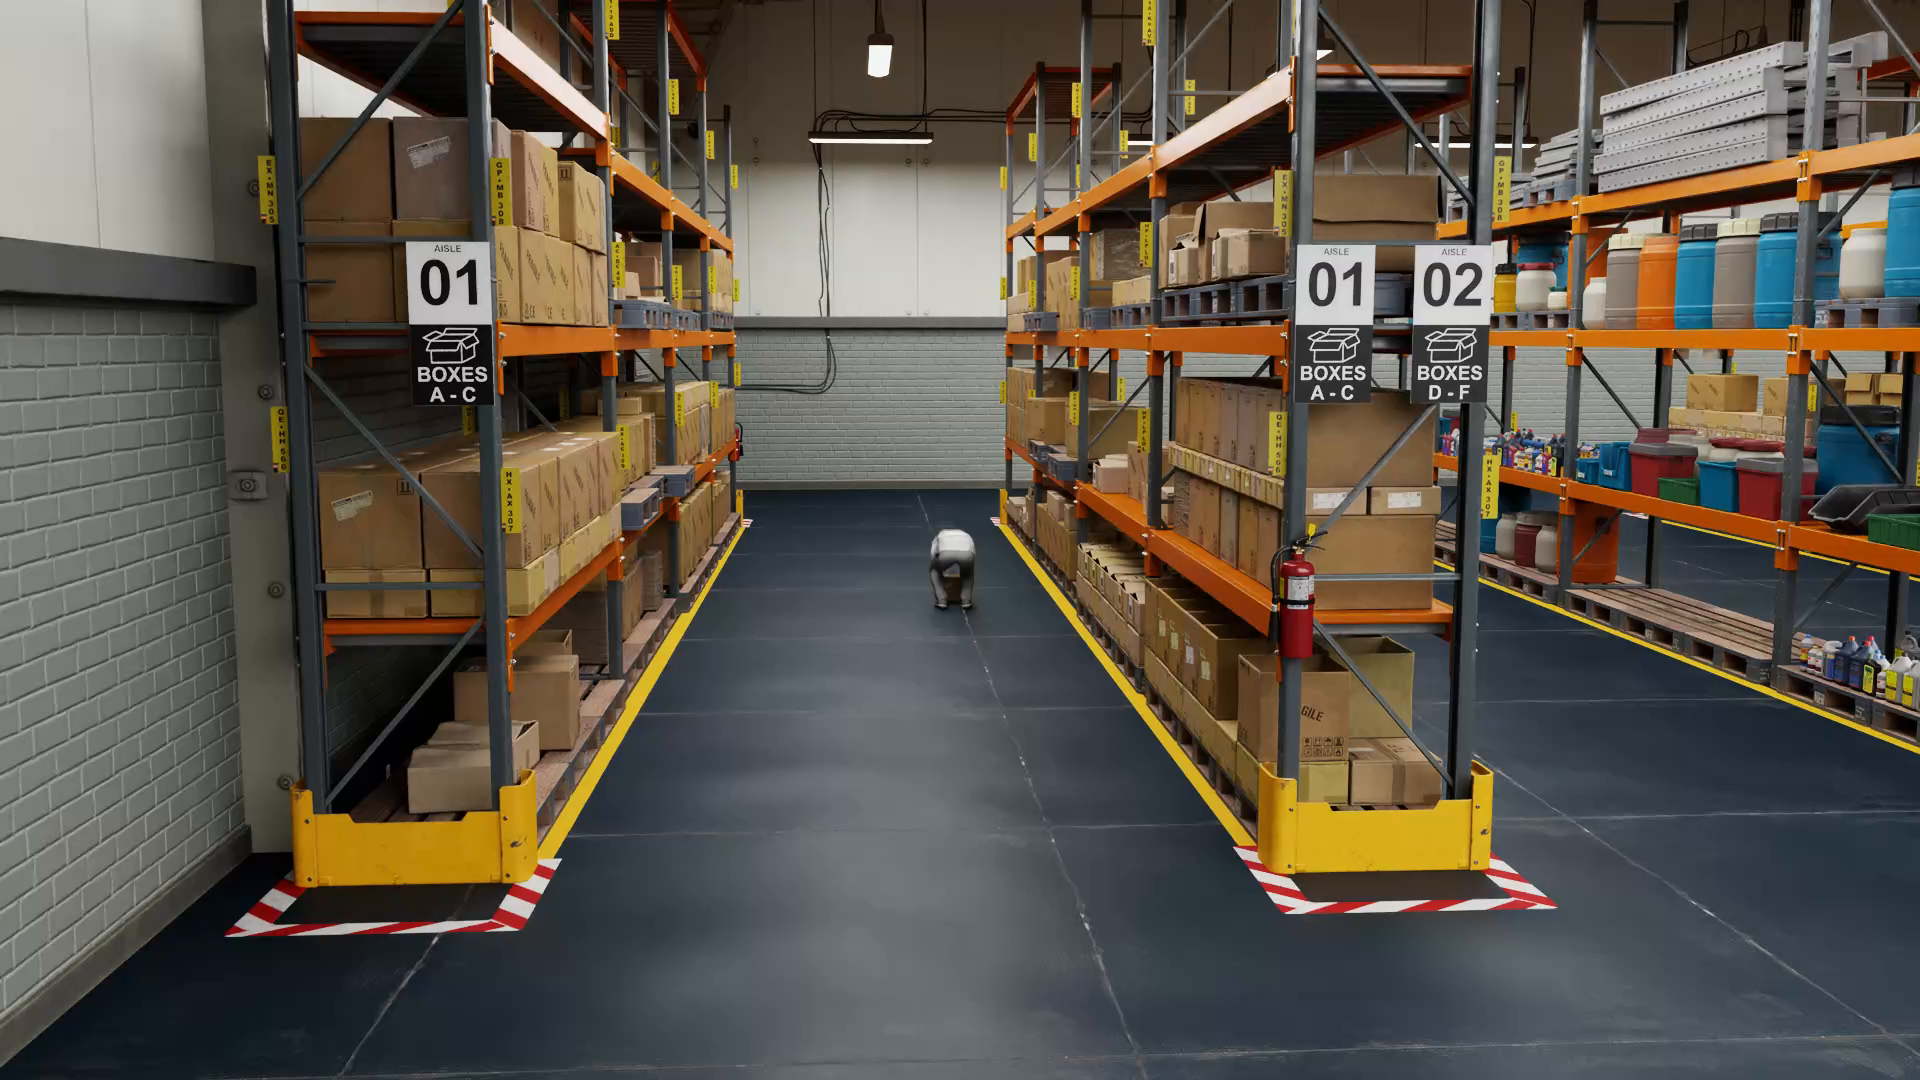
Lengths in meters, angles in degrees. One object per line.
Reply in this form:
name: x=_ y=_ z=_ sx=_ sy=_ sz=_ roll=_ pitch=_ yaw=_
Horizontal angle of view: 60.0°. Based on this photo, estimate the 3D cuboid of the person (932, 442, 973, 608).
person: x=-0.078 y=-0.155 z=16.947 sx=0.416 sy=1.690 sz=0.526 roll=-1 pitch=7 yaw=-5
